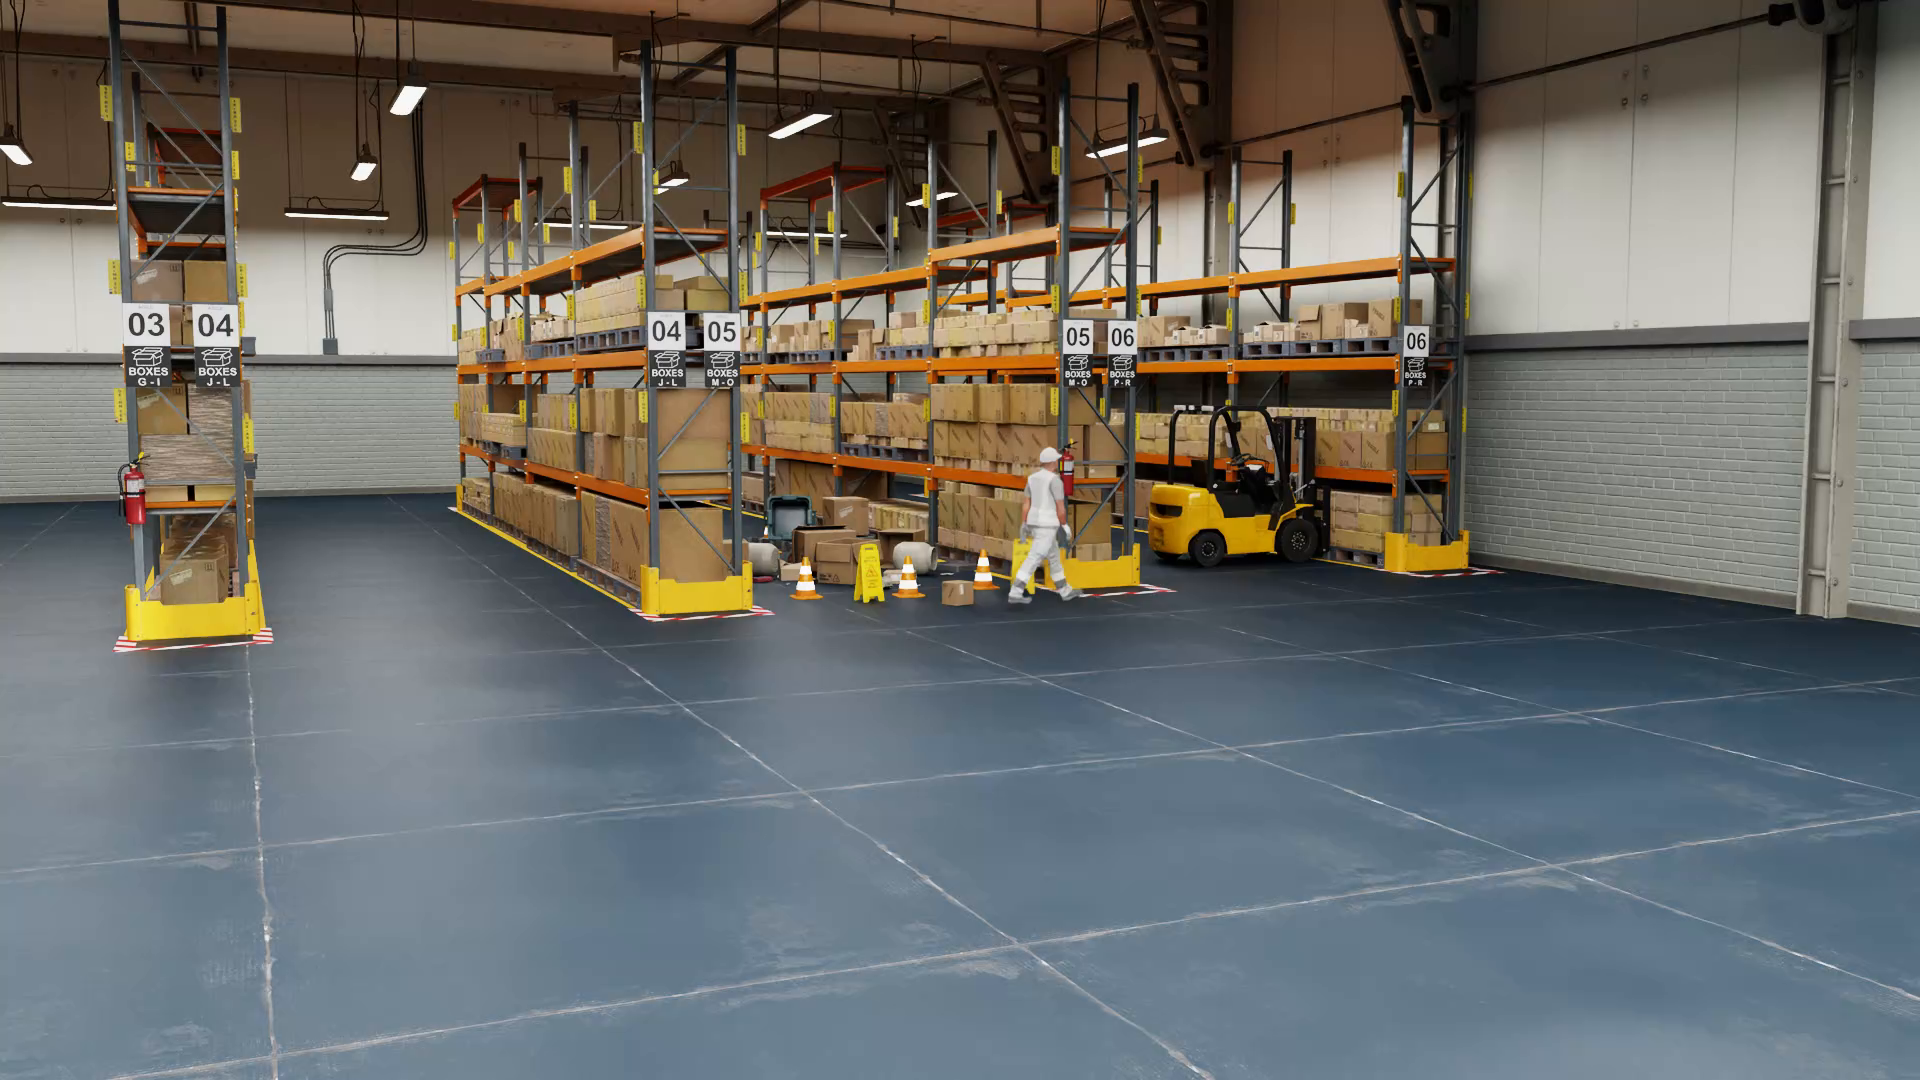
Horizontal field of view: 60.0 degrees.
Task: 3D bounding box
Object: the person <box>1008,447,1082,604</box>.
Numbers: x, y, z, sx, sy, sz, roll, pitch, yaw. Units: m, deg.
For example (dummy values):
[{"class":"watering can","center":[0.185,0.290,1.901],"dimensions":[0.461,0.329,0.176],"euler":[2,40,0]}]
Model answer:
[{"class":"person","center":[0.978,-0.157,18.304],"dimensions":[1.095,1.727,0.527],"euler":[-3,6,-31]}]
